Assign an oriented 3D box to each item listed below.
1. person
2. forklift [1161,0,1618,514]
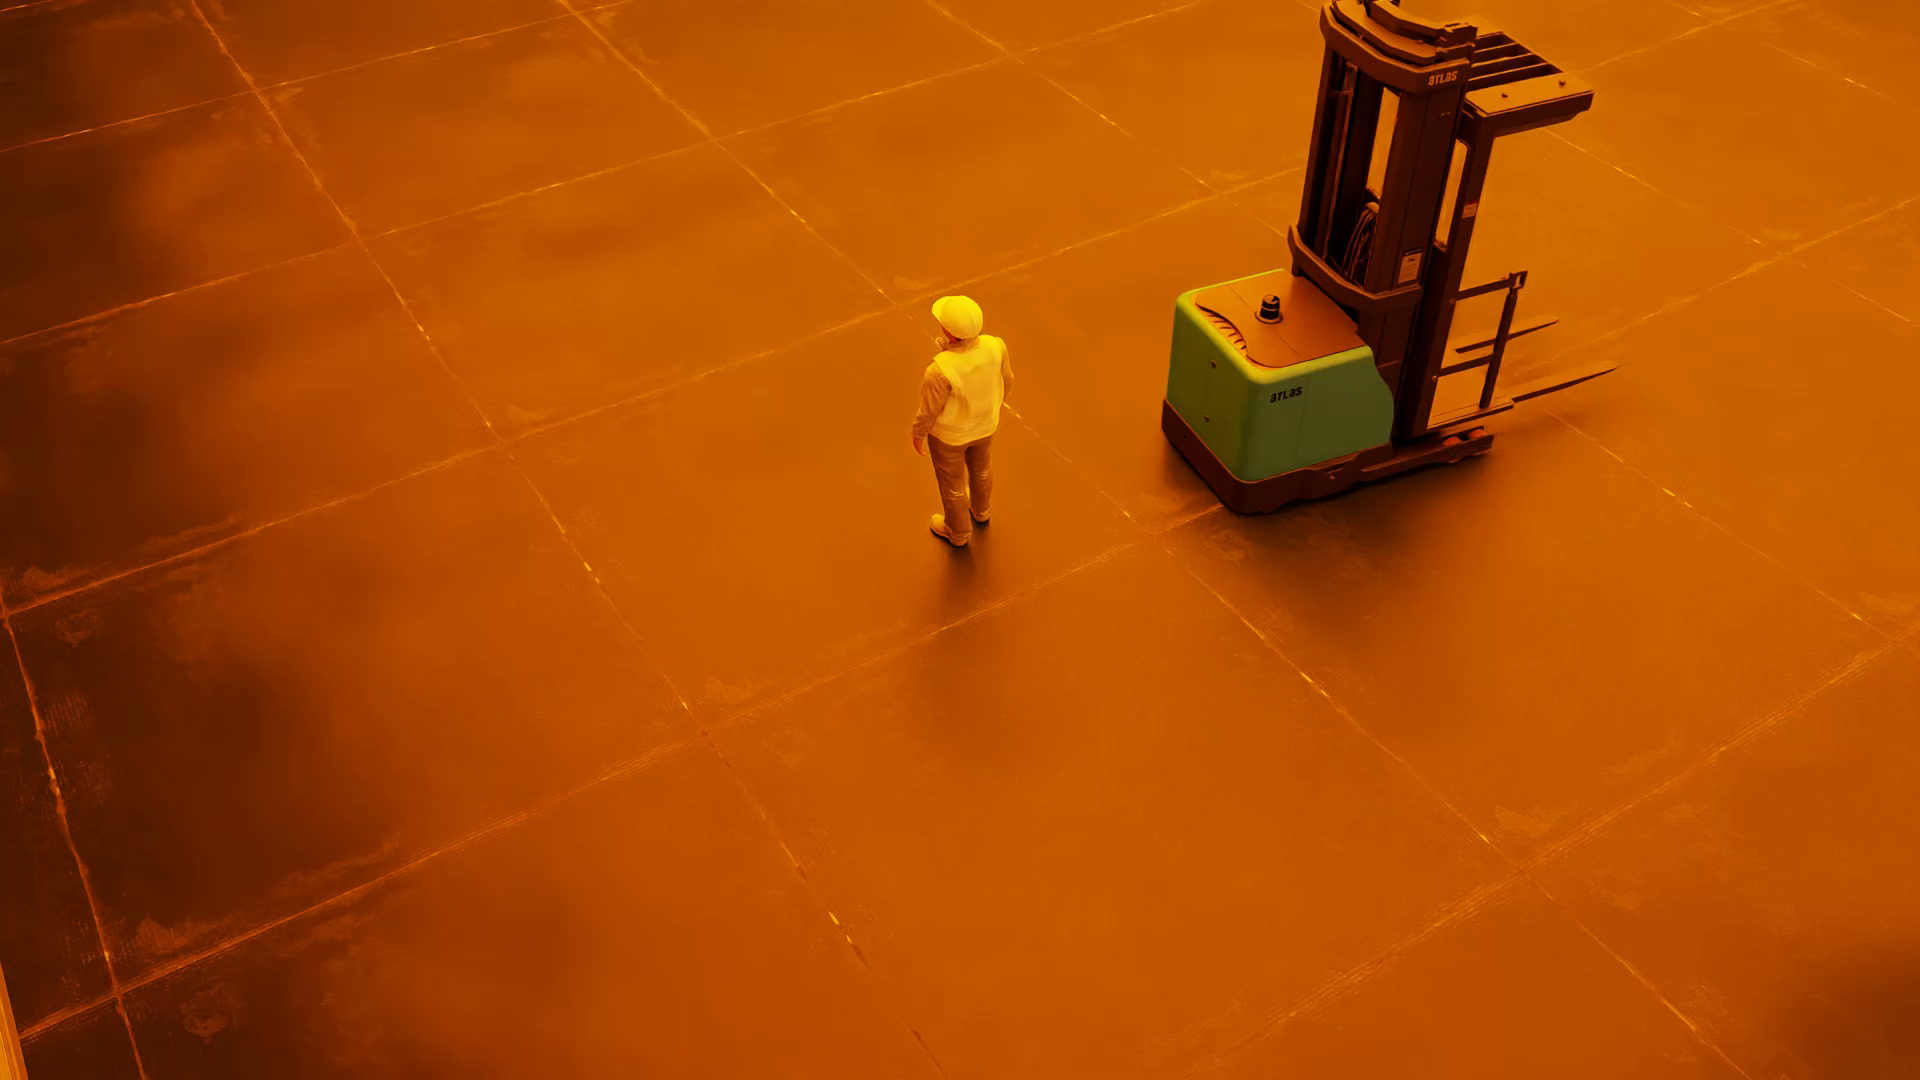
[{"bbox_3d":[-0.026,-0.711,9.552,0.632,1.773,0.568,-23,46,-24],"label":"person"},{"bbox_3d":[2.873,-1.903,10.048,3.031,2.935,1.130,-16,44,-17],"label":"forklift"}]
